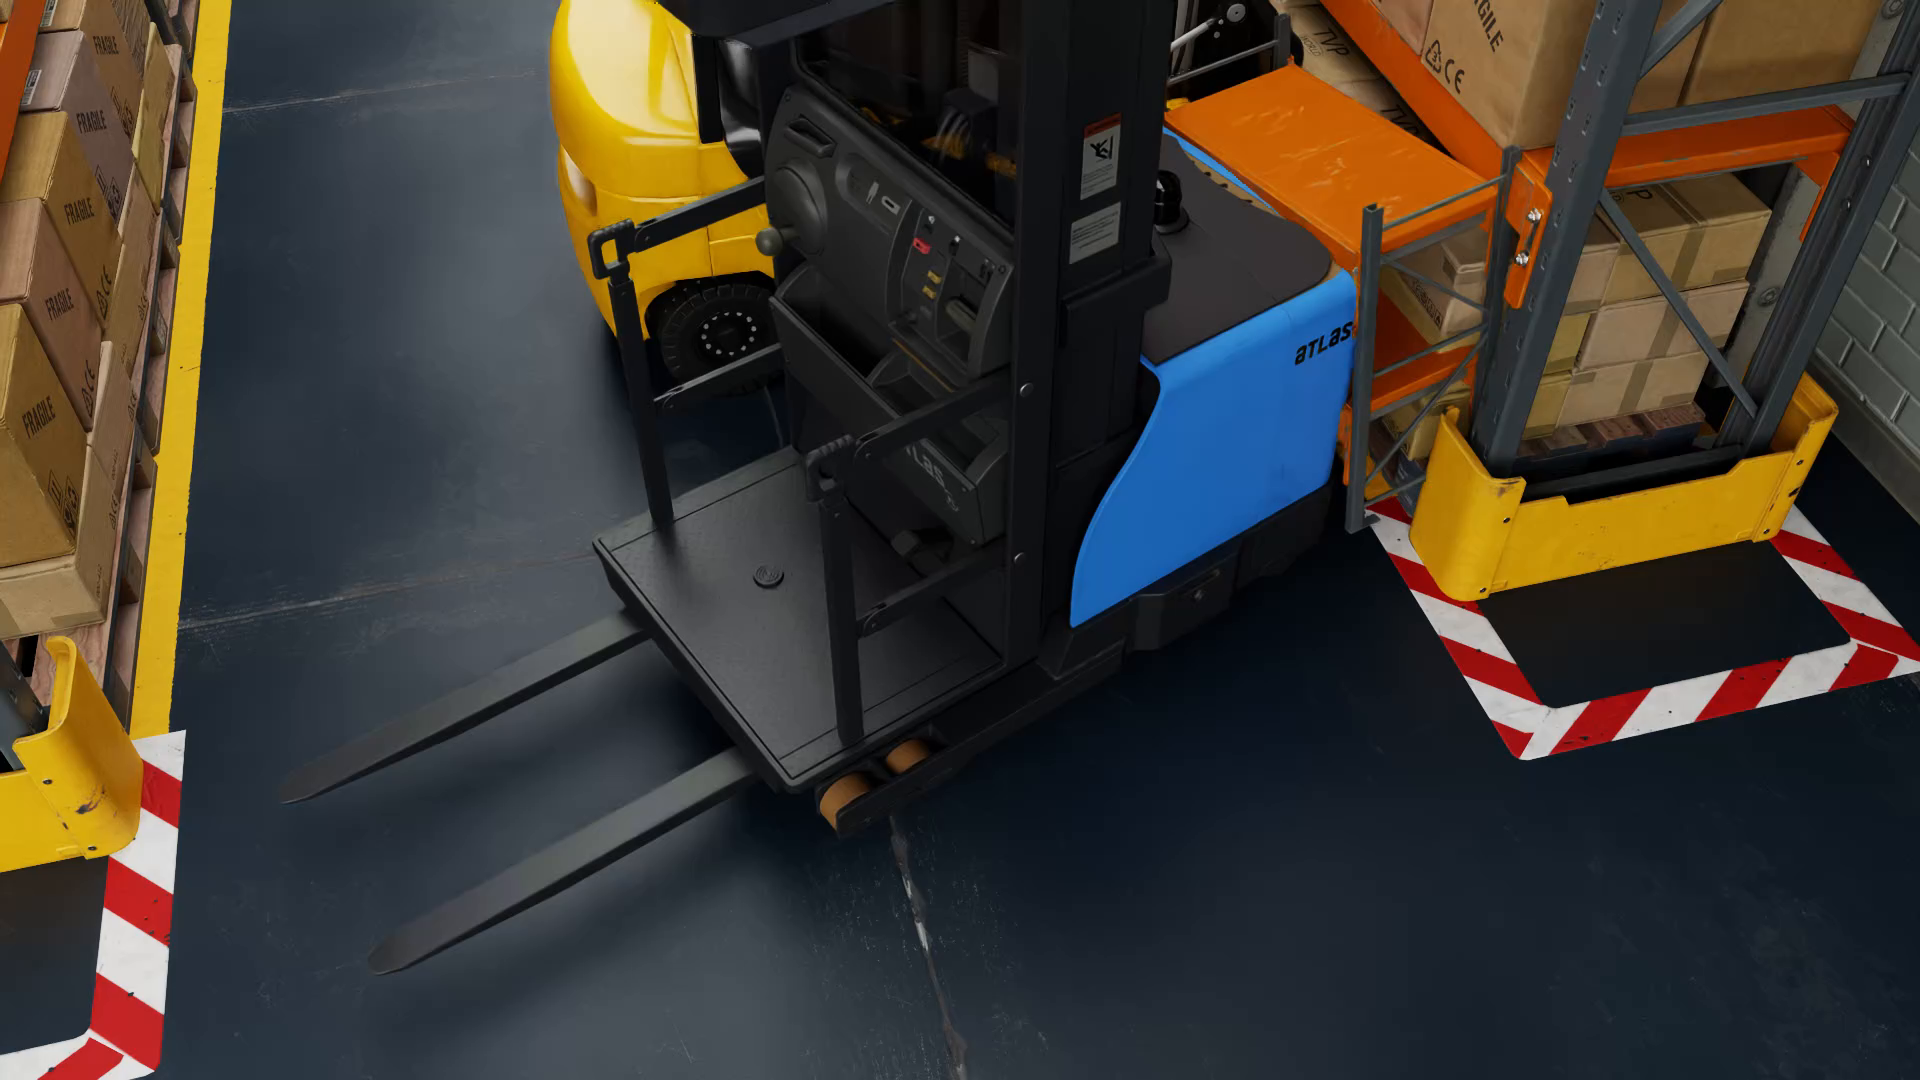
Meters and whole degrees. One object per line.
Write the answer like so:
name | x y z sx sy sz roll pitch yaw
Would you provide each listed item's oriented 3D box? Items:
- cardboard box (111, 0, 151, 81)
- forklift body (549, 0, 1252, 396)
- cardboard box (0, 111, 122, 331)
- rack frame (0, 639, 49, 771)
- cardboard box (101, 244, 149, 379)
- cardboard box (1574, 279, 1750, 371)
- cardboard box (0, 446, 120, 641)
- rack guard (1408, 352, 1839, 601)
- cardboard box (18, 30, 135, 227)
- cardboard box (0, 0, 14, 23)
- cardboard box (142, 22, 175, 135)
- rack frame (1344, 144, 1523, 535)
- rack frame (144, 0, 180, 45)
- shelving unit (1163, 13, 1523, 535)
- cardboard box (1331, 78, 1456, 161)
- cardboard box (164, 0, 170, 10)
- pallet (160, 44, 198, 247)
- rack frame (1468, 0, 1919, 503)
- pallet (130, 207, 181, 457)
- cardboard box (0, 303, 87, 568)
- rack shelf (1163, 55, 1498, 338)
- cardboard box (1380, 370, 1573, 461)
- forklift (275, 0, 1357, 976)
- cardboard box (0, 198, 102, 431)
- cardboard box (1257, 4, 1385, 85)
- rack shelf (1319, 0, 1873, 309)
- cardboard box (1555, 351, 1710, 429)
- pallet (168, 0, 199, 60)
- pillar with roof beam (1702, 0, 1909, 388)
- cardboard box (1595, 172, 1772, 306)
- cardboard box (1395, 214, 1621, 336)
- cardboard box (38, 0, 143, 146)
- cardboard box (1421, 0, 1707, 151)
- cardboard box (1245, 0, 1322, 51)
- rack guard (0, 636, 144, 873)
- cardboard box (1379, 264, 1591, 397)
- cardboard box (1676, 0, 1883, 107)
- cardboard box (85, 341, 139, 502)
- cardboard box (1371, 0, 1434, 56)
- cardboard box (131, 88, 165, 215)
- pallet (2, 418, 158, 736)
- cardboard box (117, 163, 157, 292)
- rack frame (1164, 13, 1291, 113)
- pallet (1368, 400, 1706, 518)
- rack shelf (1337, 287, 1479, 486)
cardboard box | -3.404 -2.033 6.249 0.500 0.500 0.500 -11 47 -11
forklift body | -0.243 -1.773 5.482 2.313 2.155 1.214 -11 47 -10
cardboard box | -2.995 -0.963 5.200 0.500 0.500 0.500 -10 46 -10
rack frame | -2.791 -0.184 3.330 1.000 3.000 0.127 -11 47 -10
cardboard box | -3.006 -0.704 5.471 0.500 0.250 0.500 -8 46 -8
cardboard box | 2.087 -0.817 5.231 0.500 0.250 0.500 -10 46 -10
cardboard box | -2.730 0.024 4.758 0.500 0.250 0.500 -11 47 -11
rack guard | 2.012 -0.203 5.099 1.175 0.500 0.348 -11 47 -10
cardboard box | -3.141 -1.331 5.560 0.500 0.500 0.500 -8 46 -8
cardboard box | -3.037 -1.638 4.931 0.380 0.149 0.250 -10 46 -10
cardboard box | -3.404 -1.771 6.517 0.500 0.250 0.500 -9 46 -9
rack frame | 1.325 -0.533 4.709 0.500 1.125 0.032 -24 45 -16
rack frame | -3.815 -2.946 6.037 1.000 3.000 0.127 -11 47 -10
shelving unit | 1.088 -0.818 5.057 0.538 1.125 1.048 -24 45 -16
cardboard box | 1.450 -1.241 5.297 0.500 0.250 0.500 -10 46 -10
cardboard box | -3.952 -2.535 7.180 0.950 0.372 0.625 -10 46 -10
pallet | -3.609 -1.513 6.585 1.003 0.211 1.213 -11 47 -10
rack frame | 2.006 -1.094 4.222 1.000 3.000 0.127 -11 47 -10
pallet | -3.293 -0.669 5.758 1.003 0.211 1.213 -11 47 -10
cardboard box | -2.737 -0.255 4.506 0.500 0.500 0.500 -12 47 -12
rack shelf | 1.055 -1.031 4.860 0.538 0.278 1.000 -24 45 -16
cardboard box | 1.581 -0.546 5.316 0.500 0.250 0.500 -10 46 -10
forklift | -0.357 -0.669 3.854 3.031 2.935 1.130 -28 52 -24
cardboard box | -2.875 -0.615 4.859 0.500 0.500 0.500 -12 47 -12
cardboard box | 1.312 -1.588 5.637 0.500 0.250 0.500 -10 46 -10
rack shelf | 1.494 -2.223 5.832 1.077 0.370 4.000 -11 47 -10
cardboard box | 2.070 -0.654 5.422 0.500 0.250 0.500 -11 47 -10
pallet | -4.016 -2.507 7.559 1.003 0.211 1.213 -11 47 -10
pillar with roof beam | -1.462 -3.053 1.941 9.100 9.000 0.400 -11 47 -10
cardboard box | 2.066 -0.995 5.056 0.500 0.250 0.500 -11 47 -11
cardboard box | 1.587 -0.890 4.953 0.500 0.250 0.500 -9 46 -9
cardboard box | -3.272 -1.683 5.905 0.500 0.500 0.500 -10 46 -10
cardboard box | 1.626 -1.421 4.472 0.500 0.500 0.500 -12 47 -11
cardboard box | 1.189 -1.939 5.981 0.500 0.250 0.500 -12 47 -11
rack guard | -2.811 0.638 4.274 1.175 0.500 0.348 -11 47 -10
cardboard box | 1.579 -0.733 5.149 0.500 0.250 0.500 -11 47 -11
cardboard box | 2.148 -1.522 4.571 0.500 0.500 0.500 -9 46 -9
cardboard box | -2.854 -0.330 5.104 0.500 0.250 0.500 -9 46 -9
cardboard box | 1.503 -1.781 4.825 0.500 0.500 0.500 -9 46 -9
cardboard box | -3.258 -1.406 6.158 0.500 0.250 0.500 -12 47 -11
pallet | -2.984 0.172 4.934 1.003 0.211 1.213 -11 47 -10
cardboard box | -3.132 -1.054 5.814 0.500 0.250 0.500 -10 46 -10
rack frame | 0.851 -1.103 5.405 0.500 1.125 0.032 -24 45 -16
pallet | 1.770 -0.639 5.728 1.003 0.211 1.213 -11 47 -10
rack shelf | 1.116 -0.640 5.222 0.538 0.278 1.000 -24 45 -16
